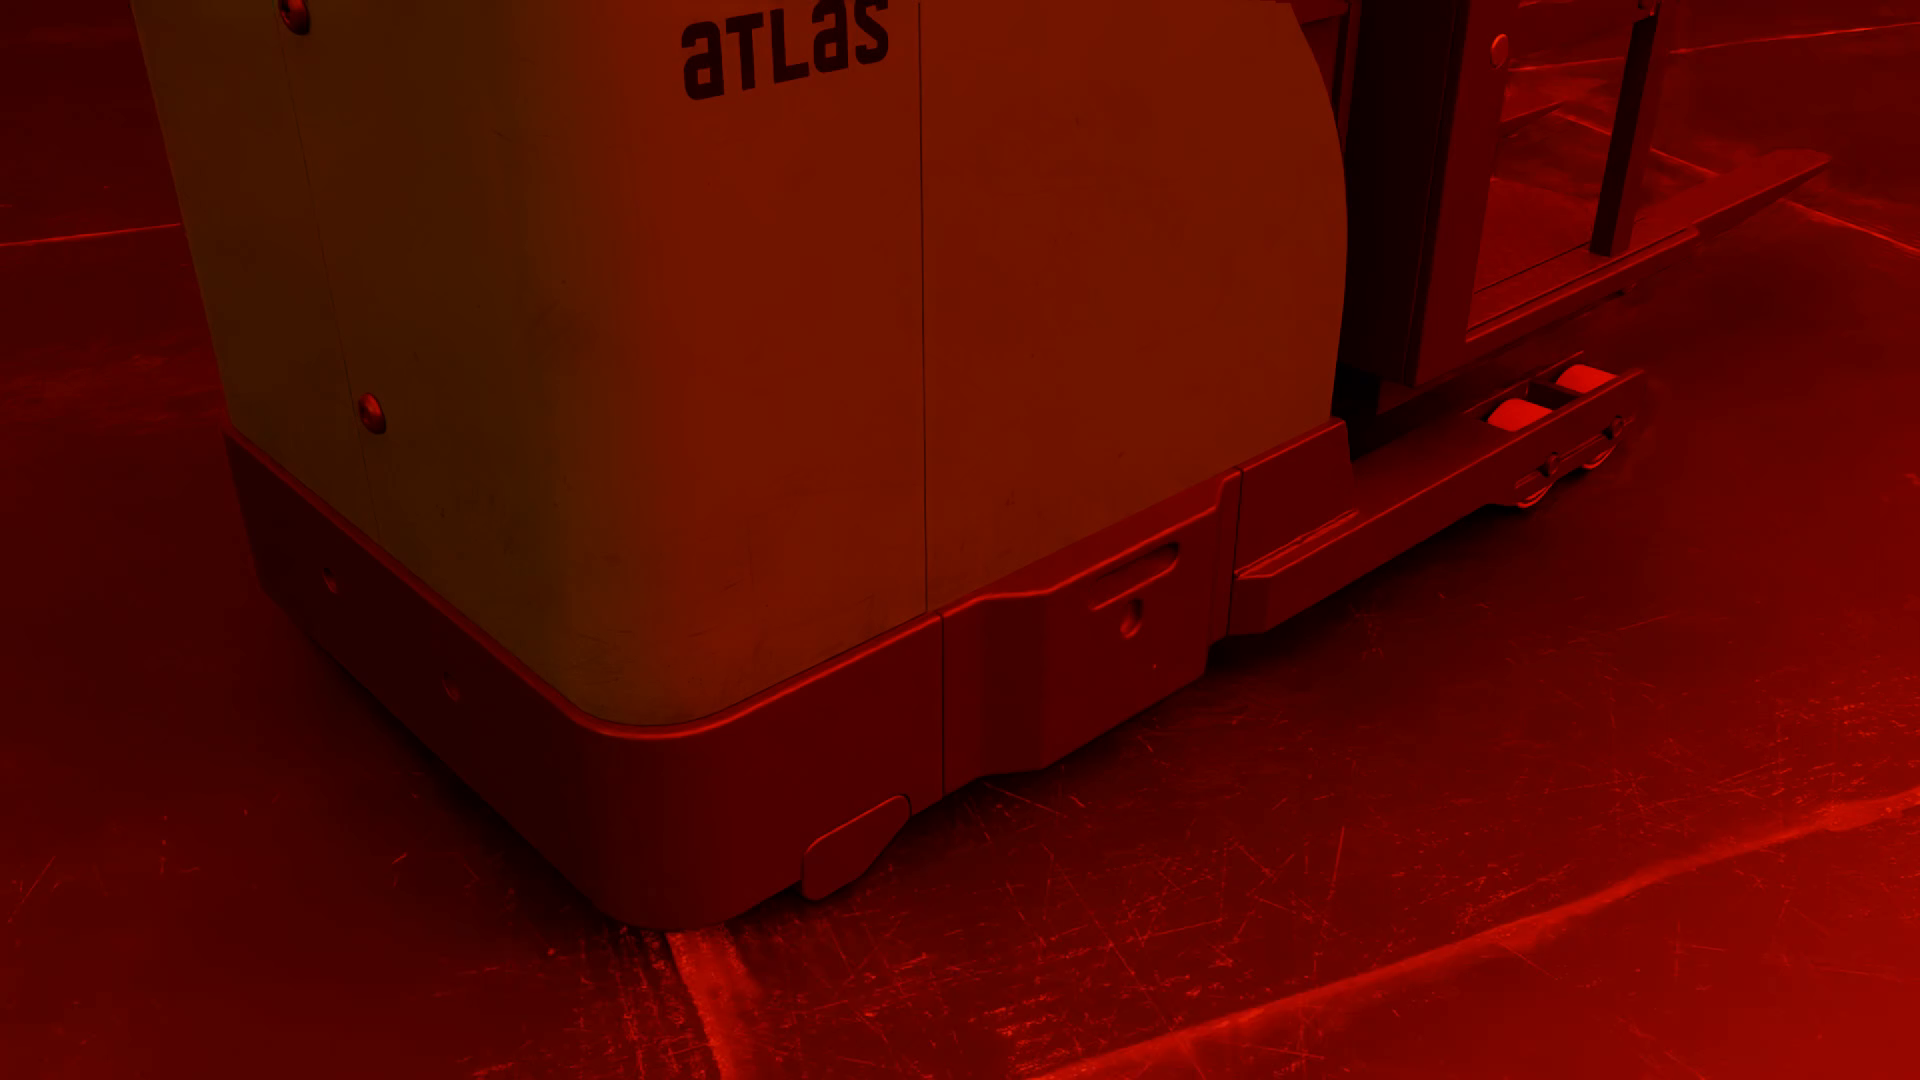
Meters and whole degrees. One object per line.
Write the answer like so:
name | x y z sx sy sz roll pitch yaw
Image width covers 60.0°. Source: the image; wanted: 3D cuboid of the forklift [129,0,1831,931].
forklift | 0.465 -1.494 2.162 3.031 2.935 1.130 -24 38 -36
